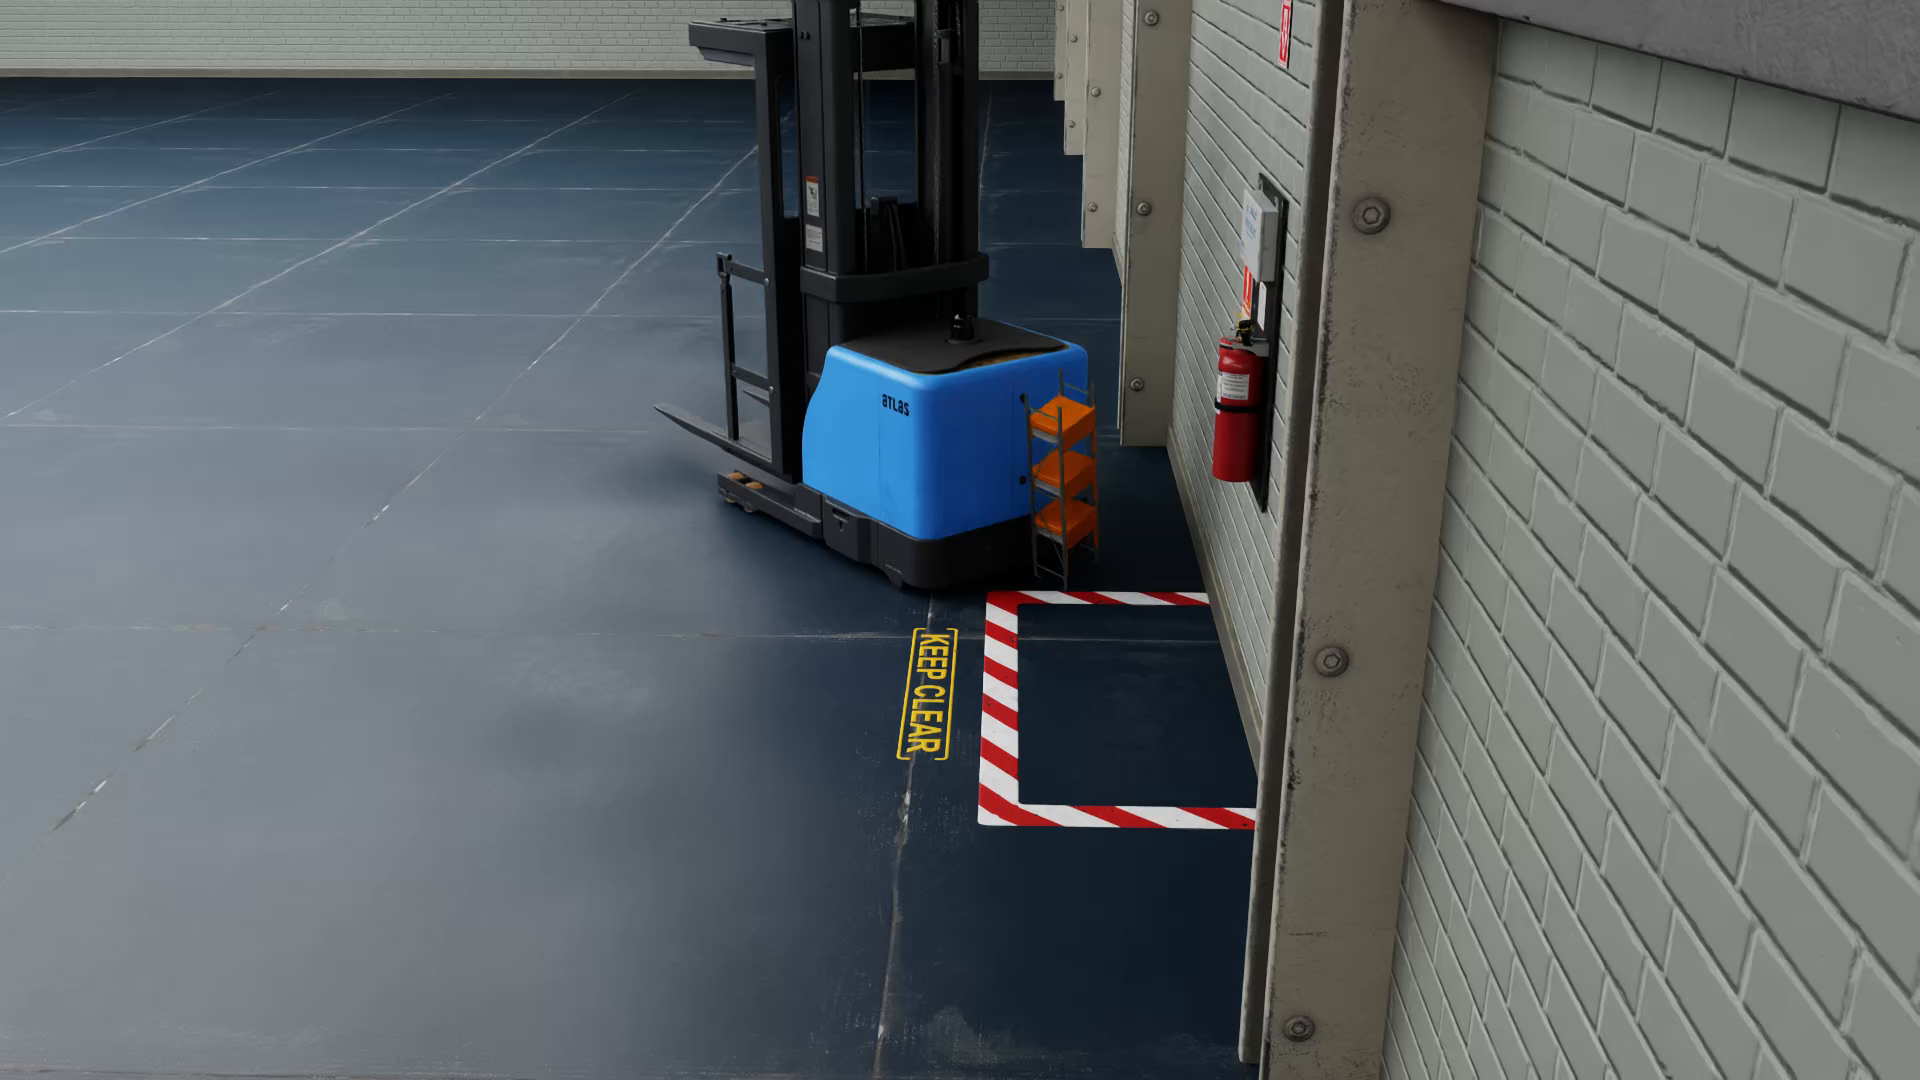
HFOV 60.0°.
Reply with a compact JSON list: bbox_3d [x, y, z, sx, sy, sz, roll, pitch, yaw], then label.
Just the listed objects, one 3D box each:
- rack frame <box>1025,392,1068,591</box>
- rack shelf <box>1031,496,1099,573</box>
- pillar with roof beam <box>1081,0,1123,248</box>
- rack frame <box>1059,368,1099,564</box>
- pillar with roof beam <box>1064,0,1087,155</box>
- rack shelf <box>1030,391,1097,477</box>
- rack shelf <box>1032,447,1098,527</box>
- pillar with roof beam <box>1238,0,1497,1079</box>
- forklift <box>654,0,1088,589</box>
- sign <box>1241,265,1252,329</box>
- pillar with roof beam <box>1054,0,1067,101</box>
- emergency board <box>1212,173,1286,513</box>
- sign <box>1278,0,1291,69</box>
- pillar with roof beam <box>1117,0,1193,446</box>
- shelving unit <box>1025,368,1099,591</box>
[{"bbox_3d":[0.399,-0.205,7.621,0.200,1.050,0.008,26,48,33],"label":"rack frame"},{"bbox_3d":[0.499,-0.042,7.870,0.215,0.259,0.240,26,48,33],"label":"rack shelf"},{"bbox_3d":[-2.993,-7.048,14.253,9.100,9.000,0.400,1,21,2],"label":"pillar with roof beam"},{"bbox_3d":[0.558,-0.329,7.759,0.200,1.050,0.008,26,48,33],"label":"rack frame"},{"bbox_3d":[-2.810,-9.217,19.844,9.100,9.000,0.400,1,21,2],"label":"pillar with roof beam"},{"bbox_3d":[0.460,-0.480,7.520,0.215,0.259,0.240,26,48,33],"label":"rack shelf"},{"bbox_3d":[0.479,-0.259,7.697,0.215,0.259,0.240,26,48,33],"label":"rack shelf"},{"bbox_3d":[-3.358,-2.709,3.070,9.100,9.000,0.400,1,21,2],"label":"pillar with roof beam"},{"bbox_3d":[-0.661,-1.606,8.617,1.130,2.935,3.031,-15,26,-34],"label":"forklift"},{"bbox_3d":[1.178,-0.973,6.841,0.001,0.329,0.234,1,21,2],"label":"sign"},{"bbox_3d":[-2.628,-11.386,25.435,9.100,9.000,0.400,1,21,2],"label":"pillar with roof beam"},{"bbox_3d":[1.058,-0.758,6.335,0.194,1.169,0.643,1,21,2],"label":"emergency board"},{"bbox_3d":[1.158,-1.840,5.921,0.001,0.298,0.199,1,21,2],"label":"sign"},{"bbox_3d":[-3.175,-4.878,8.661,9.100,9.000,0.400,1,21,2],"label":"pillar with roof beam"},{"bbox_3d":[0.479,-0.267,7.690,0.215,1.050,0.252,26,48,33],"label":"shelving unit"}]
